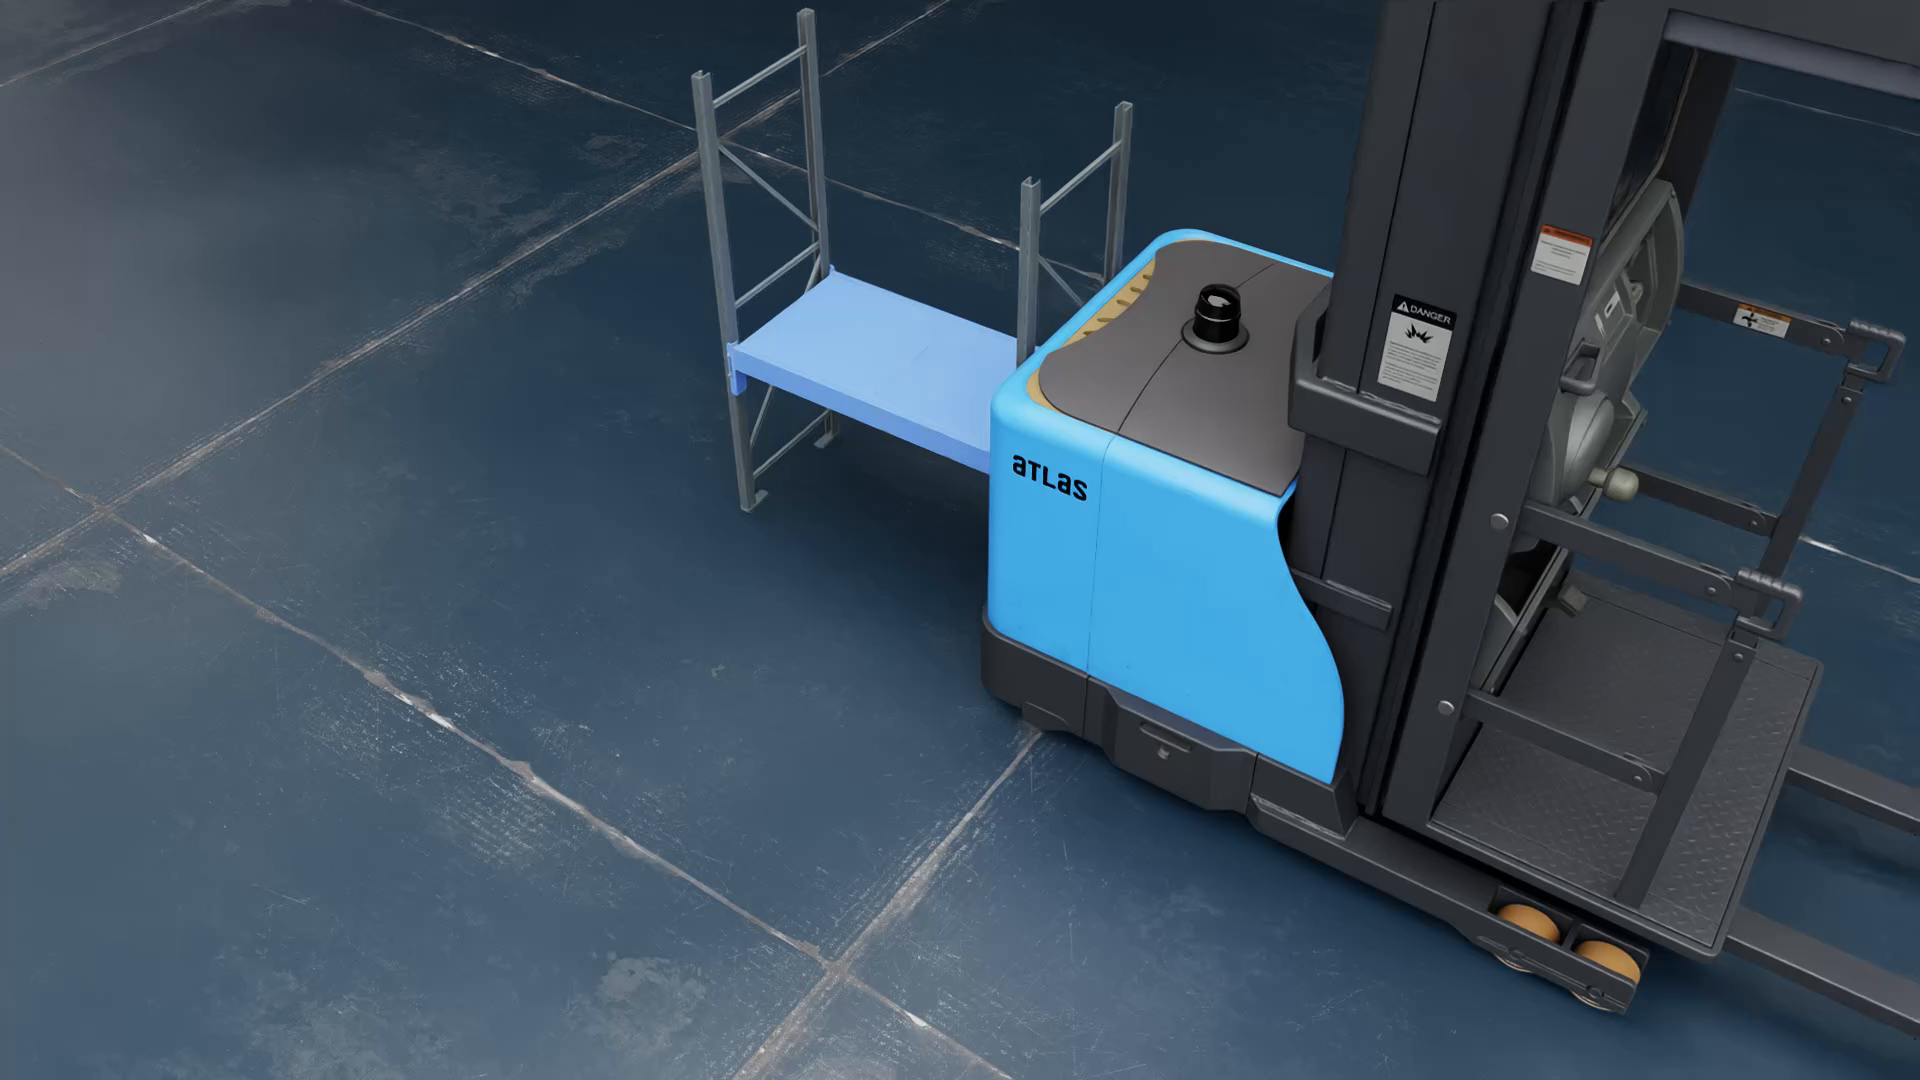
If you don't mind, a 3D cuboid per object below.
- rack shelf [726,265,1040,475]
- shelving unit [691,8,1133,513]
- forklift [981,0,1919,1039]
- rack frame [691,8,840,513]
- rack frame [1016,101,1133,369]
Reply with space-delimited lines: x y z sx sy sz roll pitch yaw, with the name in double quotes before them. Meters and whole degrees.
"rack shelf" -0.131 -0.472 4.922 1.000 0.185 0.538 24 47 24
"shelving unit" -0.131 -0.606 4.802 1.048 1.500 0.538 24 47 24
"forklift" 1.573 -0.375 3.471 3.031 2.935 1.130 24 47 24
"rack frame" -0.557 -0.791 5.010 0.032 1.500 0.500 24 47 24
"rack frame" 0.294 -0.420 4.595 0.032 1.500 0.500 24 47 24
